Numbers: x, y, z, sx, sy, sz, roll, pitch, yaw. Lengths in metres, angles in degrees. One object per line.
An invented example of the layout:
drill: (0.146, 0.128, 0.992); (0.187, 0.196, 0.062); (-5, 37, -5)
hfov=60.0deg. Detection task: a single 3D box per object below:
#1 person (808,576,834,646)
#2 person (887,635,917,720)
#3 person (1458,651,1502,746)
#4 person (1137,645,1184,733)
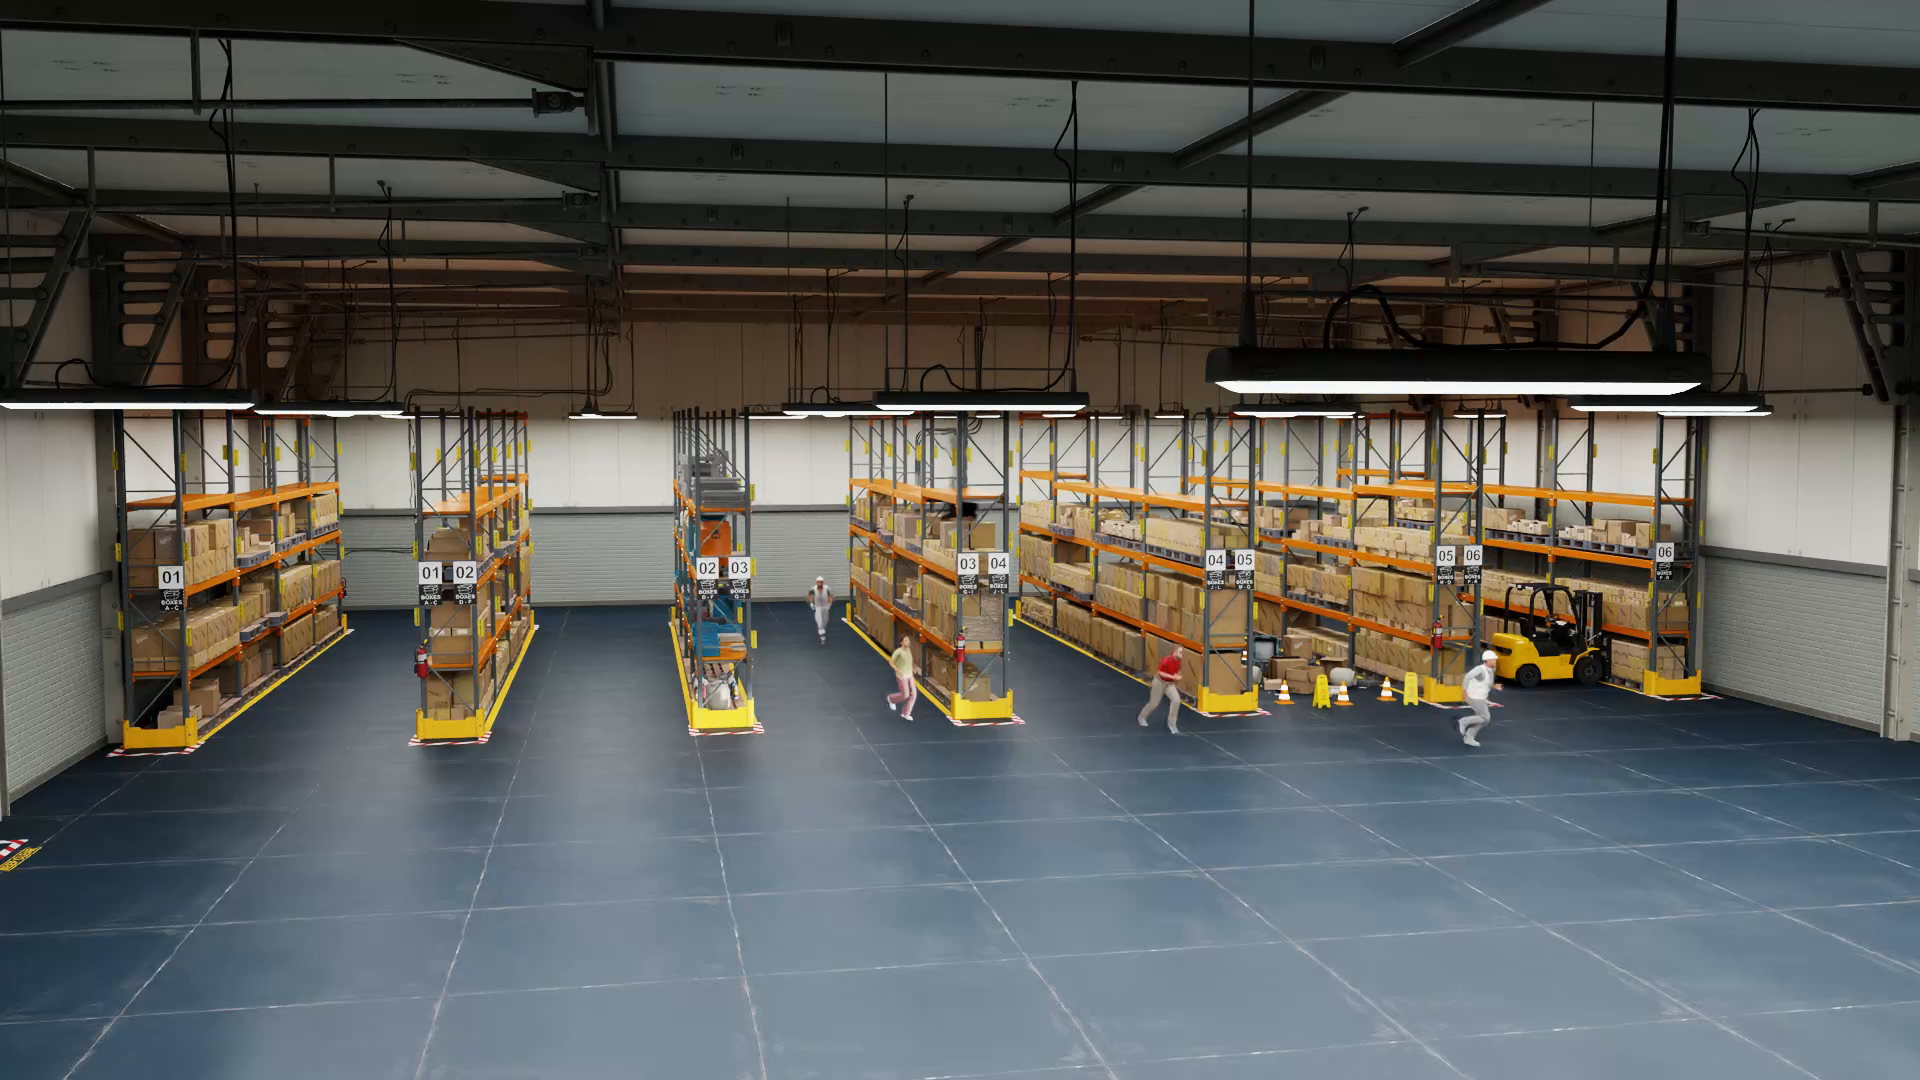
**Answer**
person: (-3.605, 1.805, 43.037); (0.660, 1.772, 1.029); (-1, 4, -11)
person: (-1.115, 2.645, 32.140); (0.644, 1.646, 0.591); (4, 6, 44)
person: (9.201, 2.796, 29.394); (0.721, 1.703, 0.647); (2, 5, 31)
person: (3.740, 2.752, 30.834); (1.016, 1.696, 0.707); (4, 6, 43)
